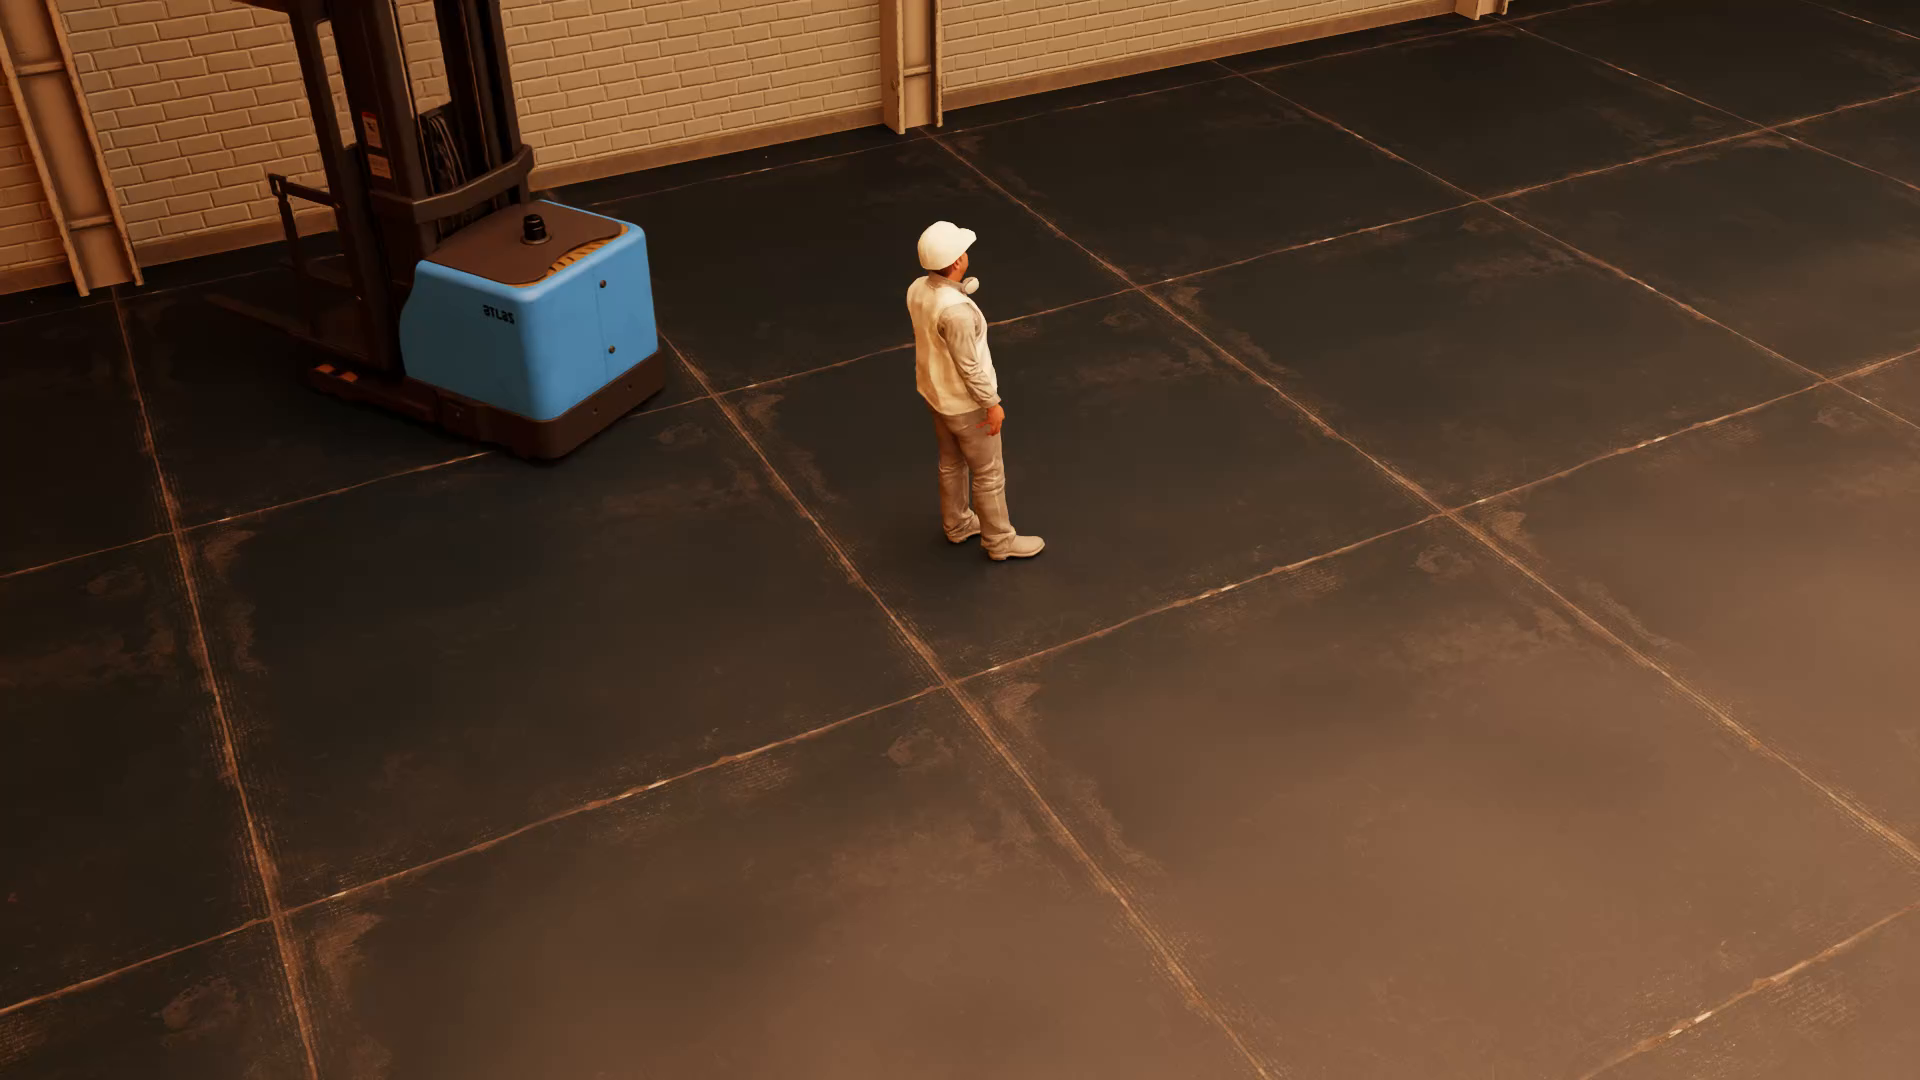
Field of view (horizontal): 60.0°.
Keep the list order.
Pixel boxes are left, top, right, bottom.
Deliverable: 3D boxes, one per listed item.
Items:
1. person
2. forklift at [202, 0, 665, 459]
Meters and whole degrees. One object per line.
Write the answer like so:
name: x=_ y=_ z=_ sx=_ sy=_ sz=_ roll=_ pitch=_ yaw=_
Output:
person: x=0.061 y=-0.741 z=8.162 sx=0.566 sy=1.775 sz=0.626 roll=-17 pitch=39 yaw=-23
forklift: x=-3.279 y=-2.262 z=9.323 sx=3.031 sy=2.935 sz=1.130 roll=19 pitch=39 yaw=24
